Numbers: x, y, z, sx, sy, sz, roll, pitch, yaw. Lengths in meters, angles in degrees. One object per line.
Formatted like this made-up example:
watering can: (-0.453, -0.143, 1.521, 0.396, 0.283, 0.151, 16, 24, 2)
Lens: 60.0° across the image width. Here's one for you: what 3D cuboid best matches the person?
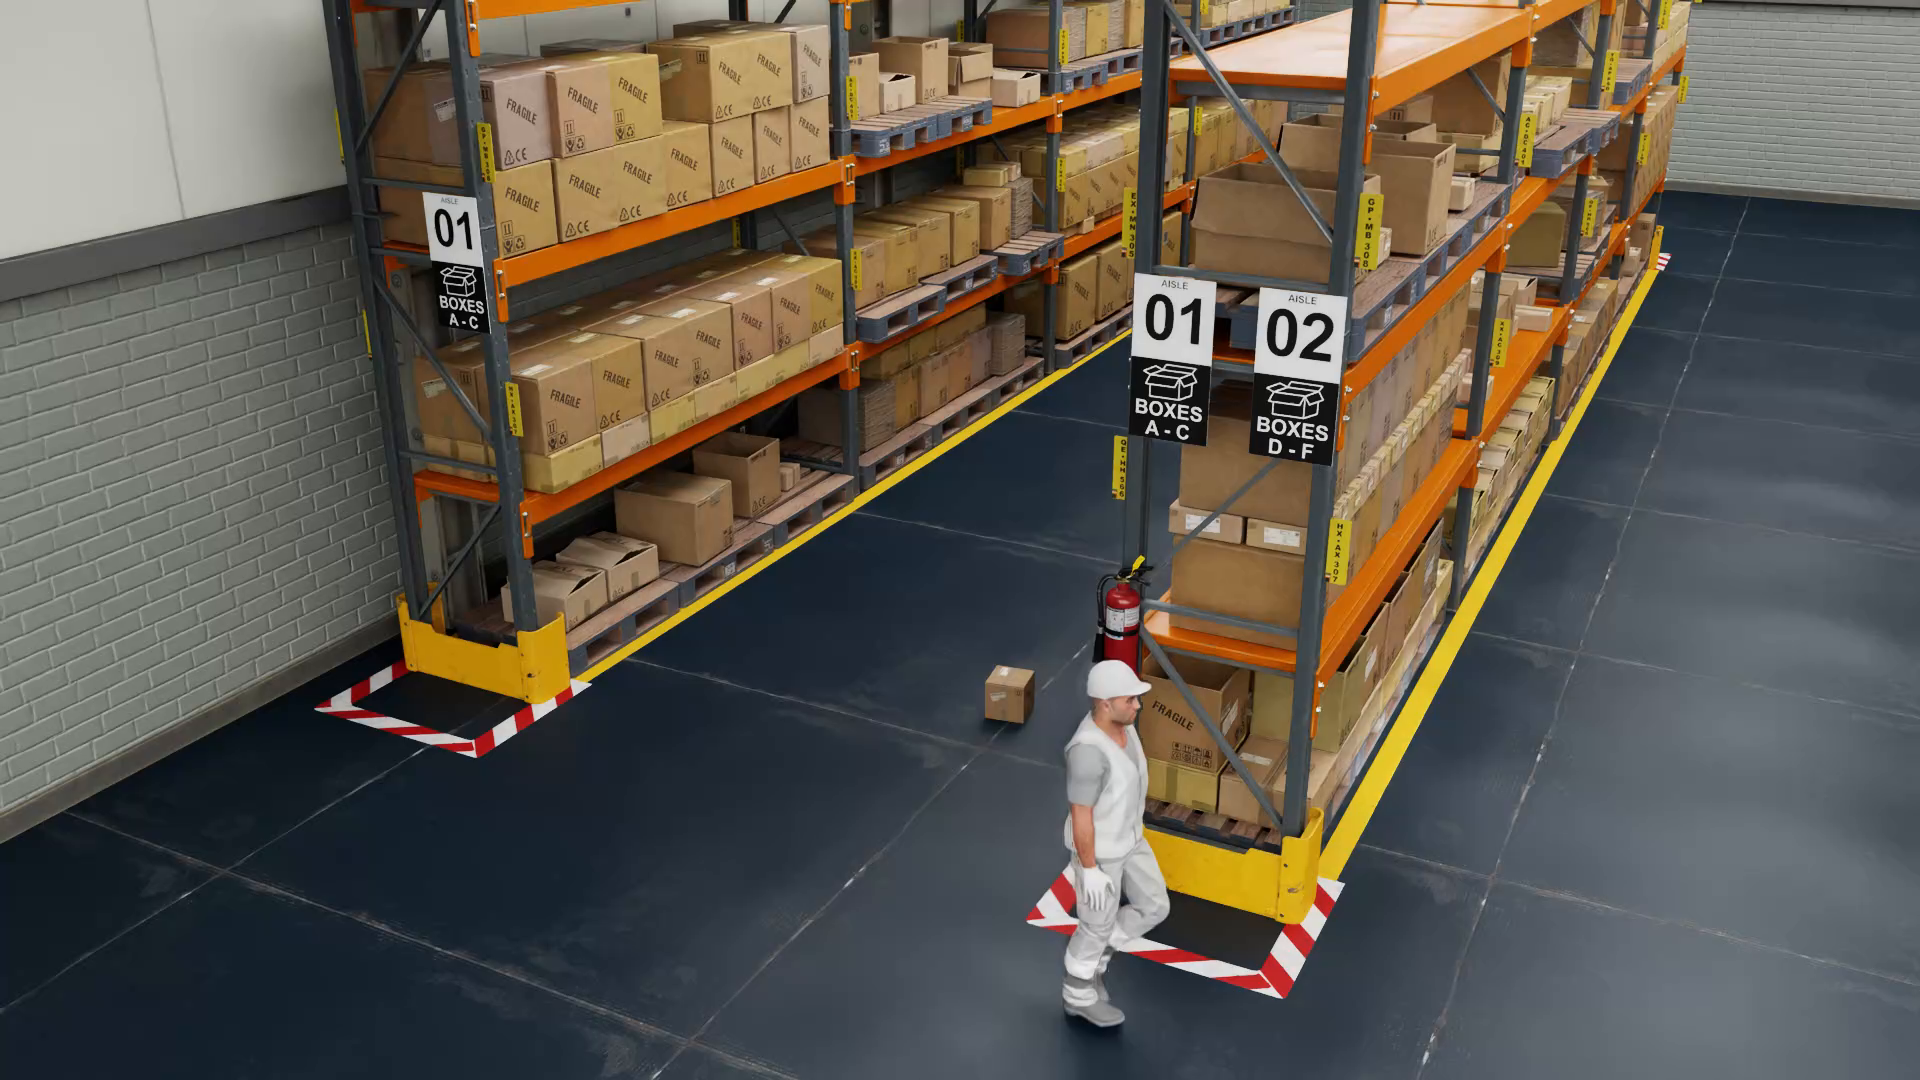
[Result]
person: (0.683, 1.366, 7.365, 0.461, 1.778, 0.618, 11, 25, 25)
